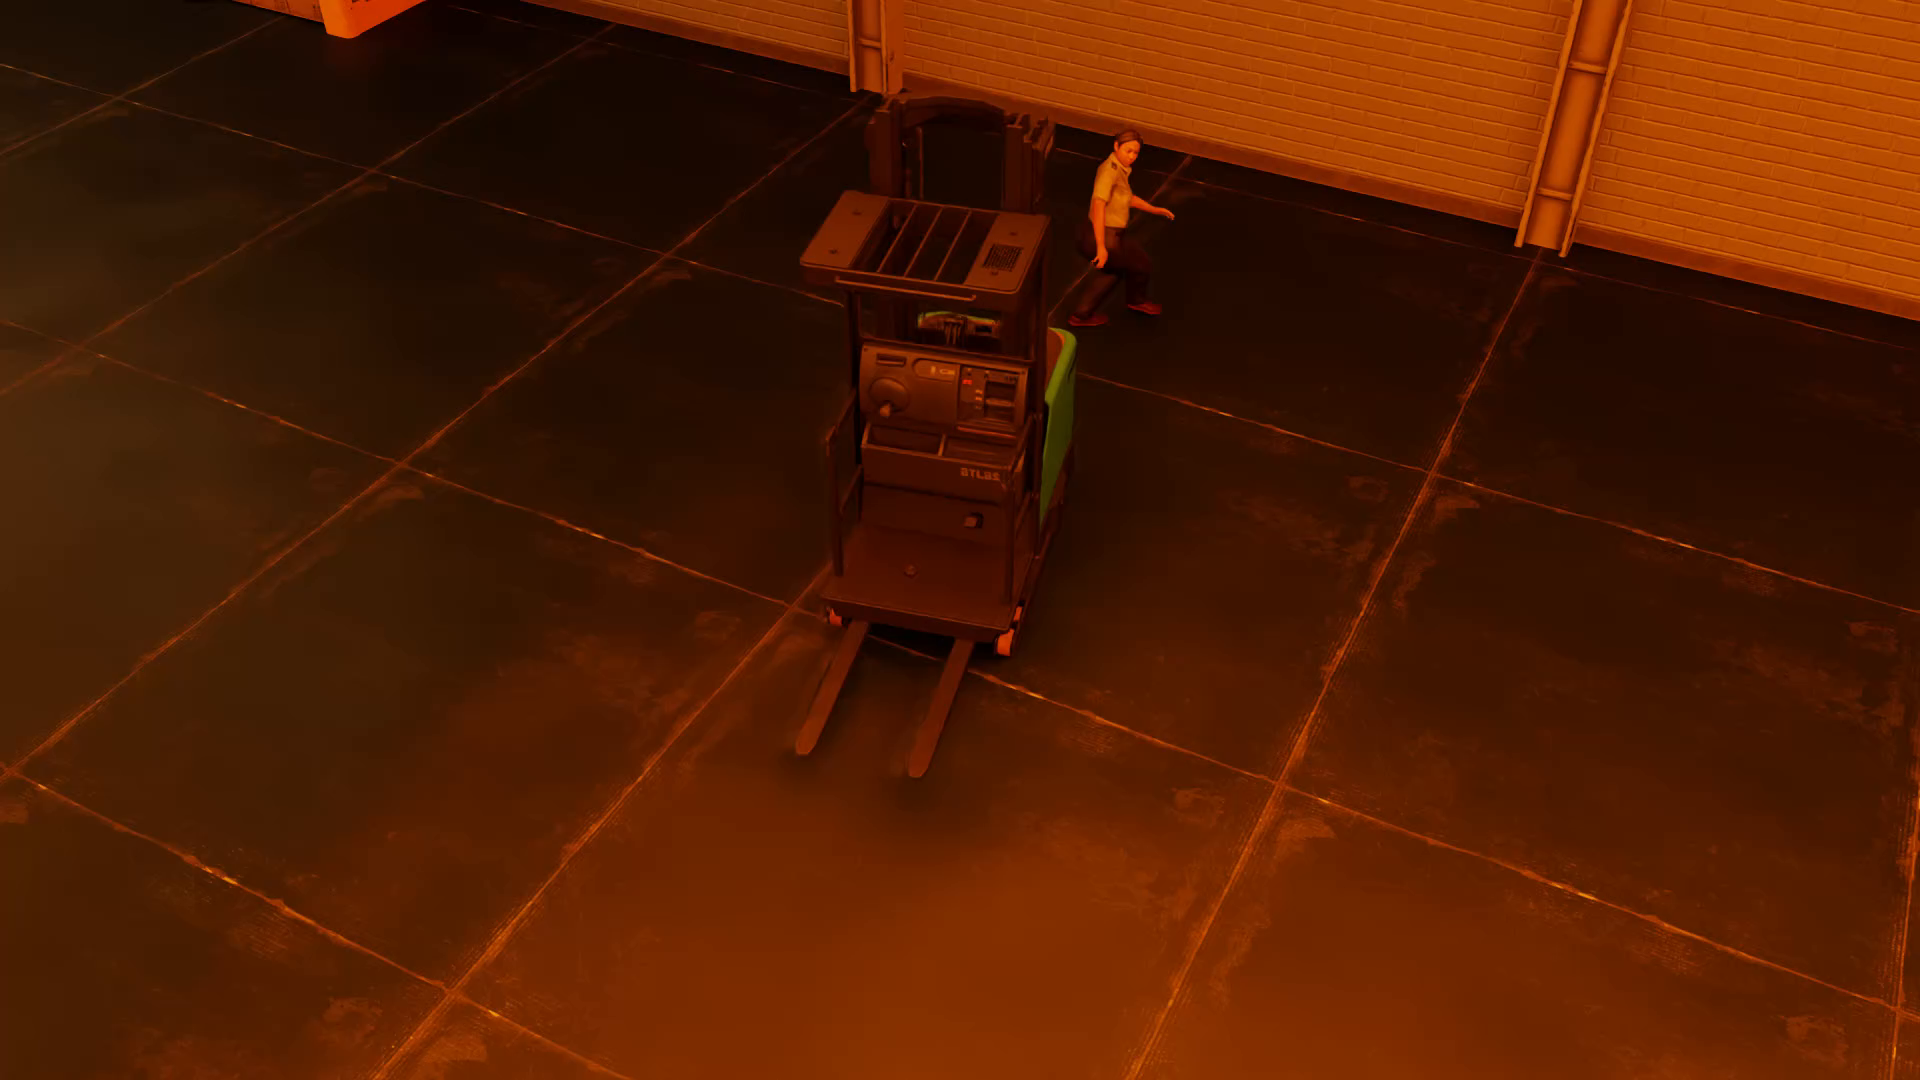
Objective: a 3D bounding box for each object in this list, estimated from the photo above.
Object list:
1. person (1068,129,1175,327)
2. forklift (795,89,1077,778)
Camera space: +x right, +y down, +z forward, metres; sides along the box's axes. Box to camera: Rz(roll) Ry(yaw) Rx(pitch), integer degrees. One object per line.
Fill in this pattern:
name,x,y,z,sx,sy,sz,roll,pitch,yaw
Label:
person,1.176,-2.120,11.639,0.731,1.500,0.706,-10,41,-11
forklift,-0.144,-0.737,8.861,1.130,2.935,3.031,10,41,11
